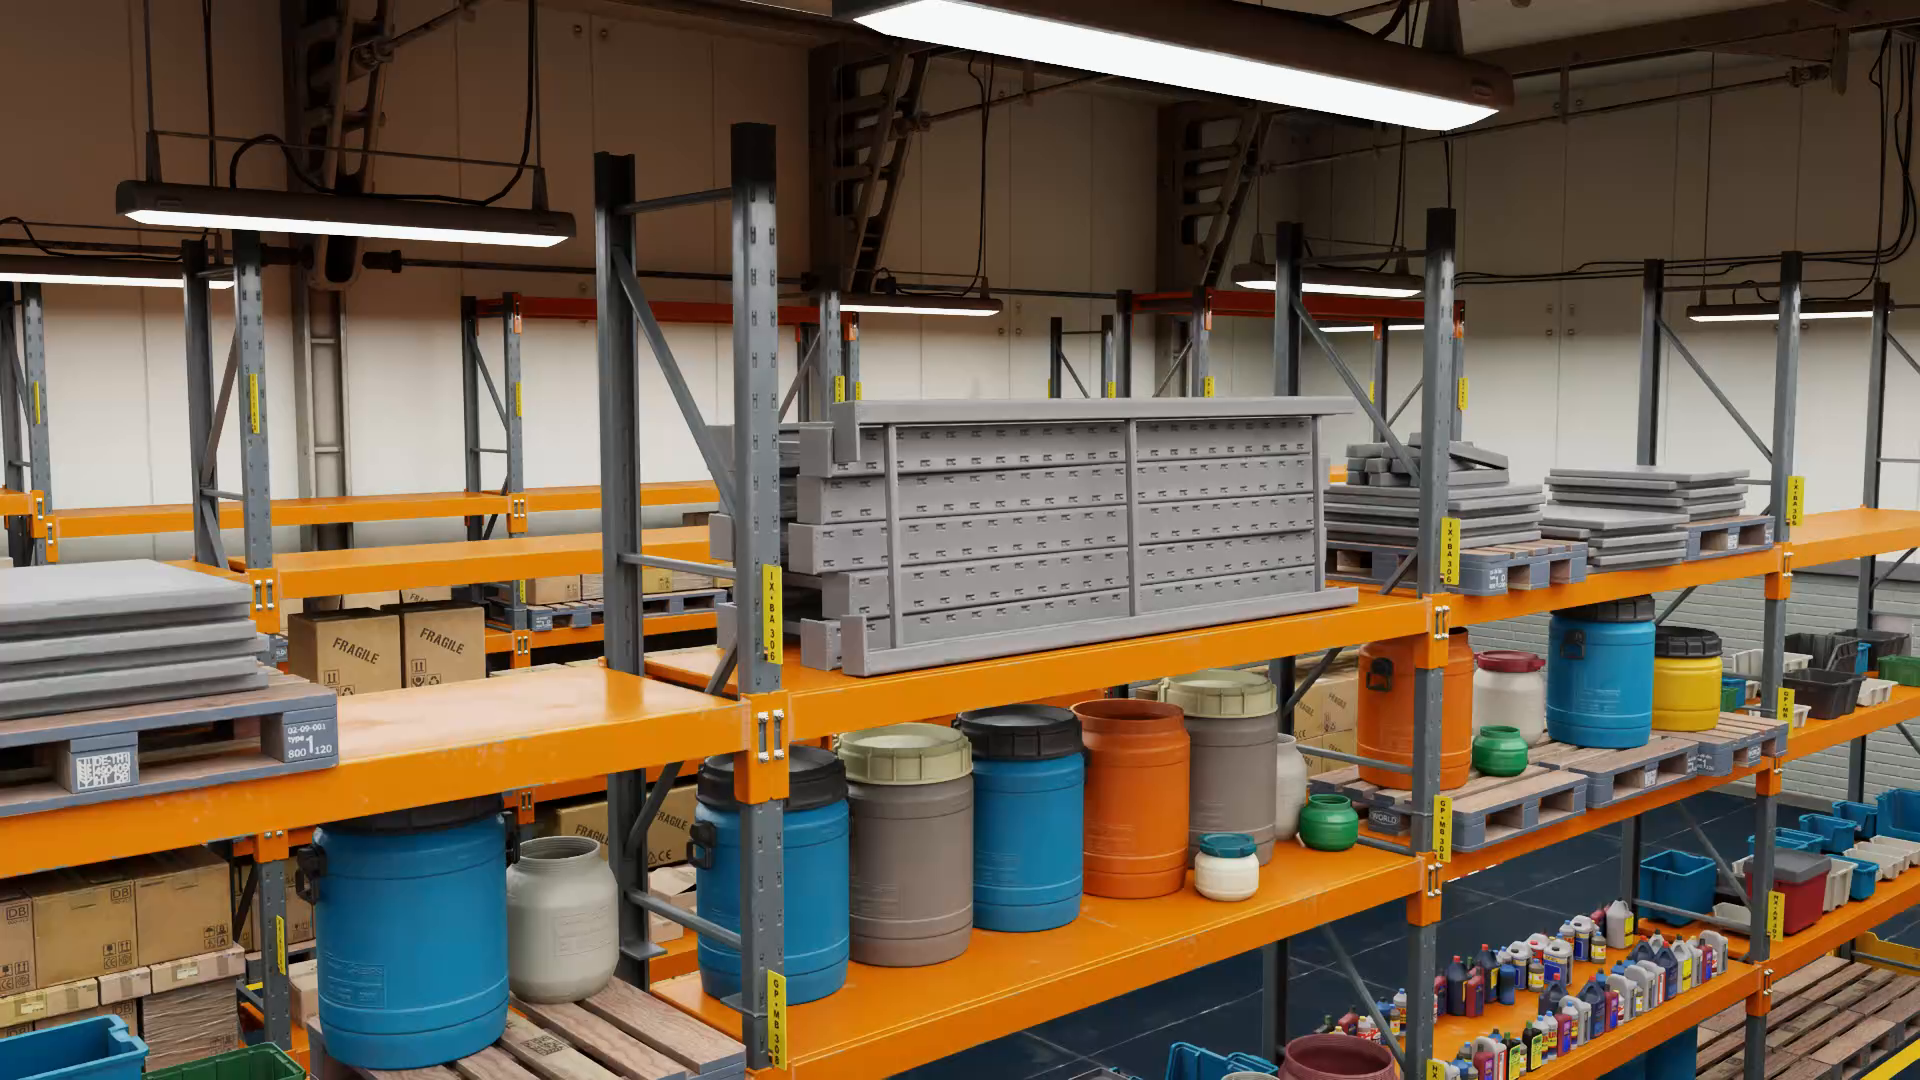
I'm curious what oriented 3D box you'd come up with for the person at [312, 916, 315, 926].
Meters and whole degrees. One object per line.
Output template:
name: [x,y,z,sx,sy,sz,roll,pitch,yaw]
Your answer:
person: [-4.480,3.112,12.431,0.657,1.707,0.971,5,7,40]
